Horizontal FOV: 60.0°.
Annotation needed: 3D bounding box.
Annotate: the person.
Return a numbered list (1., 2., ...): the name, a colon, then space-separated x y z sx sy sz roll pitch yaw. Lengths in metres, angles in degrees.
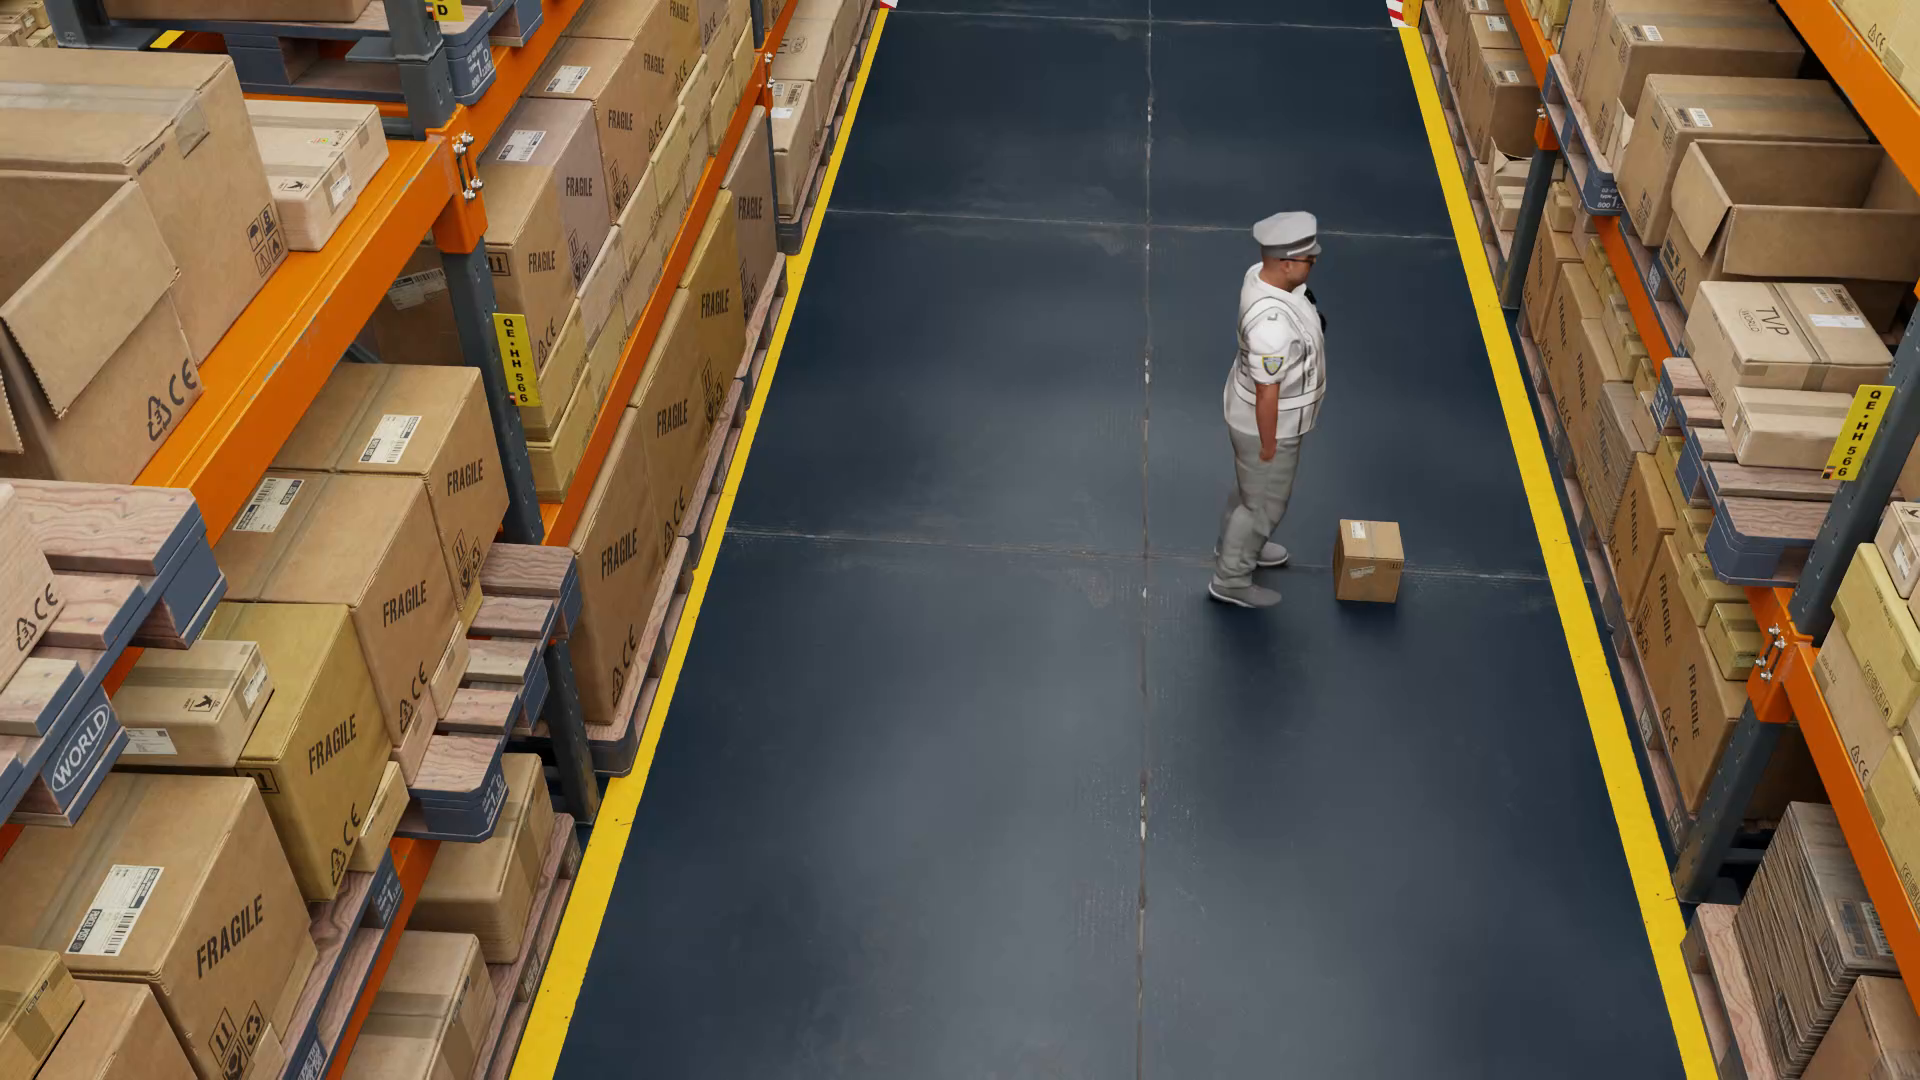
1. person: 1.269 -0.516 6.790 0.392 1.778 0.529 4 40 5
